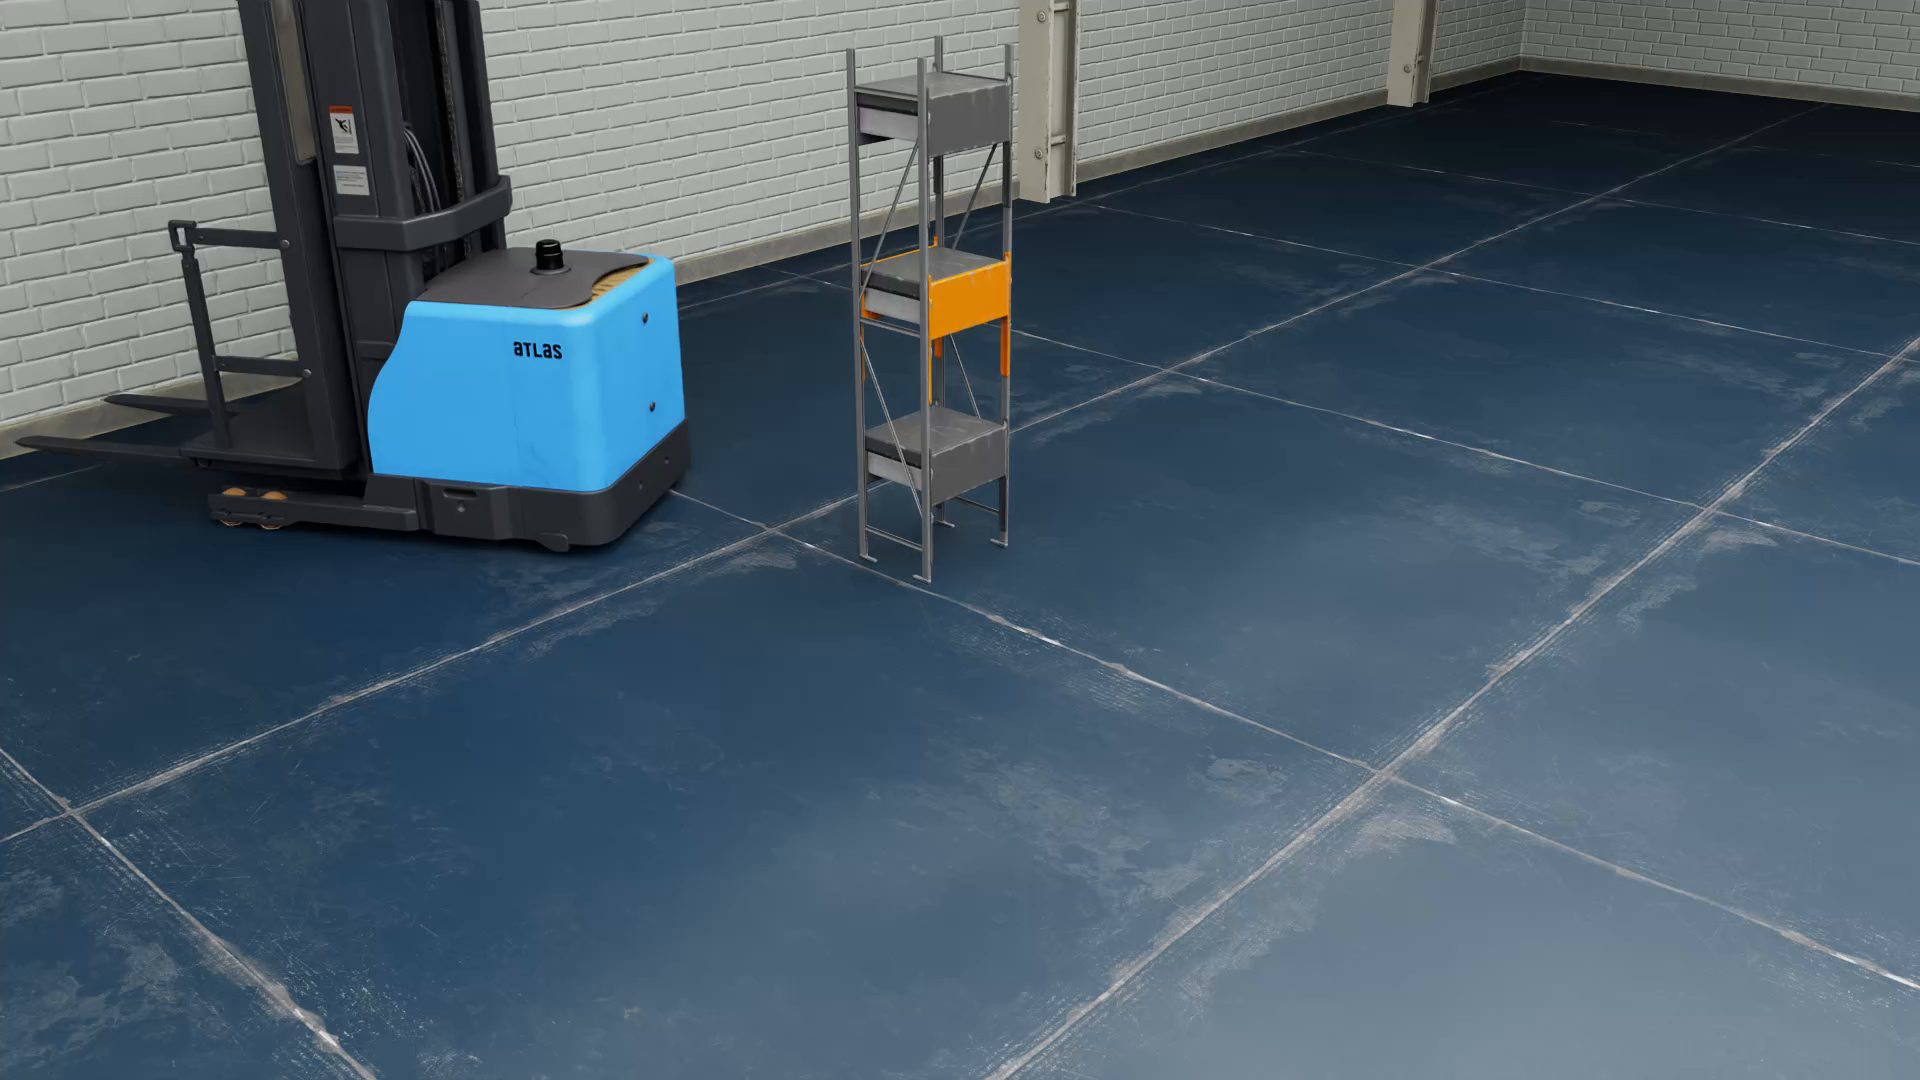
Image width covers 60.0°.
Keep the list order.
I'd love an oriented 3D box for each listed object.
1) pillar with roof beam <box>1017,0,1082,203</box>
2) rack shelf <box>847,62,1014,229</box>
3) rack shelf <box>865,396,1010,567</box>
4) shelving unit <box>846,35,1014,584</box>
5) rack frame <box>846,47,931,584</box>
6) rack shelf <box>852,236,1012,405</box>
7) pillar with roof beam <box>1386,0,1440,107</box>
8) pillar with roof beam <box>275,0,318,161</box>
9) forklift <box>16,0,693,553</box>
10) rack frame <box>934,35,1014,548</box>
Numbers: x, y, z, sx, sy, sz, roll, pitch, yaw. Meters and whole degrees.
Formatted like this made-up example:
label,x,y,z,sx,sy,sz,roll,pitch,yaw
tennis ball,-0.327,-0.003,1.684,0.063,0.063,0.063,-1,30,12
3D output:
label,x,y,z,sx,sy,sz,roll,pitch,yaw
pillar with roof beam,3.904,-5.709,8.983,9.100,9.000,0.400,20,31,38
rack shelf,-0.110,-1.534,6.427,0.431,0.518,0.480,20,31,38
rack shelf,-0.110,-0.256,7.000,0.431,0.518,0.480,20,31,38
shelving unit,-0.110,-0.908,6.708,0.431,2.100,0.503,20,31,38
rack frame,-0.273,-0.833,6.542,0.400,2.100,0.015,20,31,38
rack shelf,-0.110,-0.895,6.714,0.431,0.518,0.480,20,31,38
pillar with roof beam,7.909,-7.537,13.060,9.100,9.000,0.400,20,31,38
pillar with roof beam,-0.100,-3.881,4.906,9.100,9.000,0.400,20,31,38
forklift,-2.834,-1.584,7.199,3.031,2.935,1.130,5,25,12
rack frame,0.052,-0.982,6.874,0.400,2.100,0.015,20,31,38
